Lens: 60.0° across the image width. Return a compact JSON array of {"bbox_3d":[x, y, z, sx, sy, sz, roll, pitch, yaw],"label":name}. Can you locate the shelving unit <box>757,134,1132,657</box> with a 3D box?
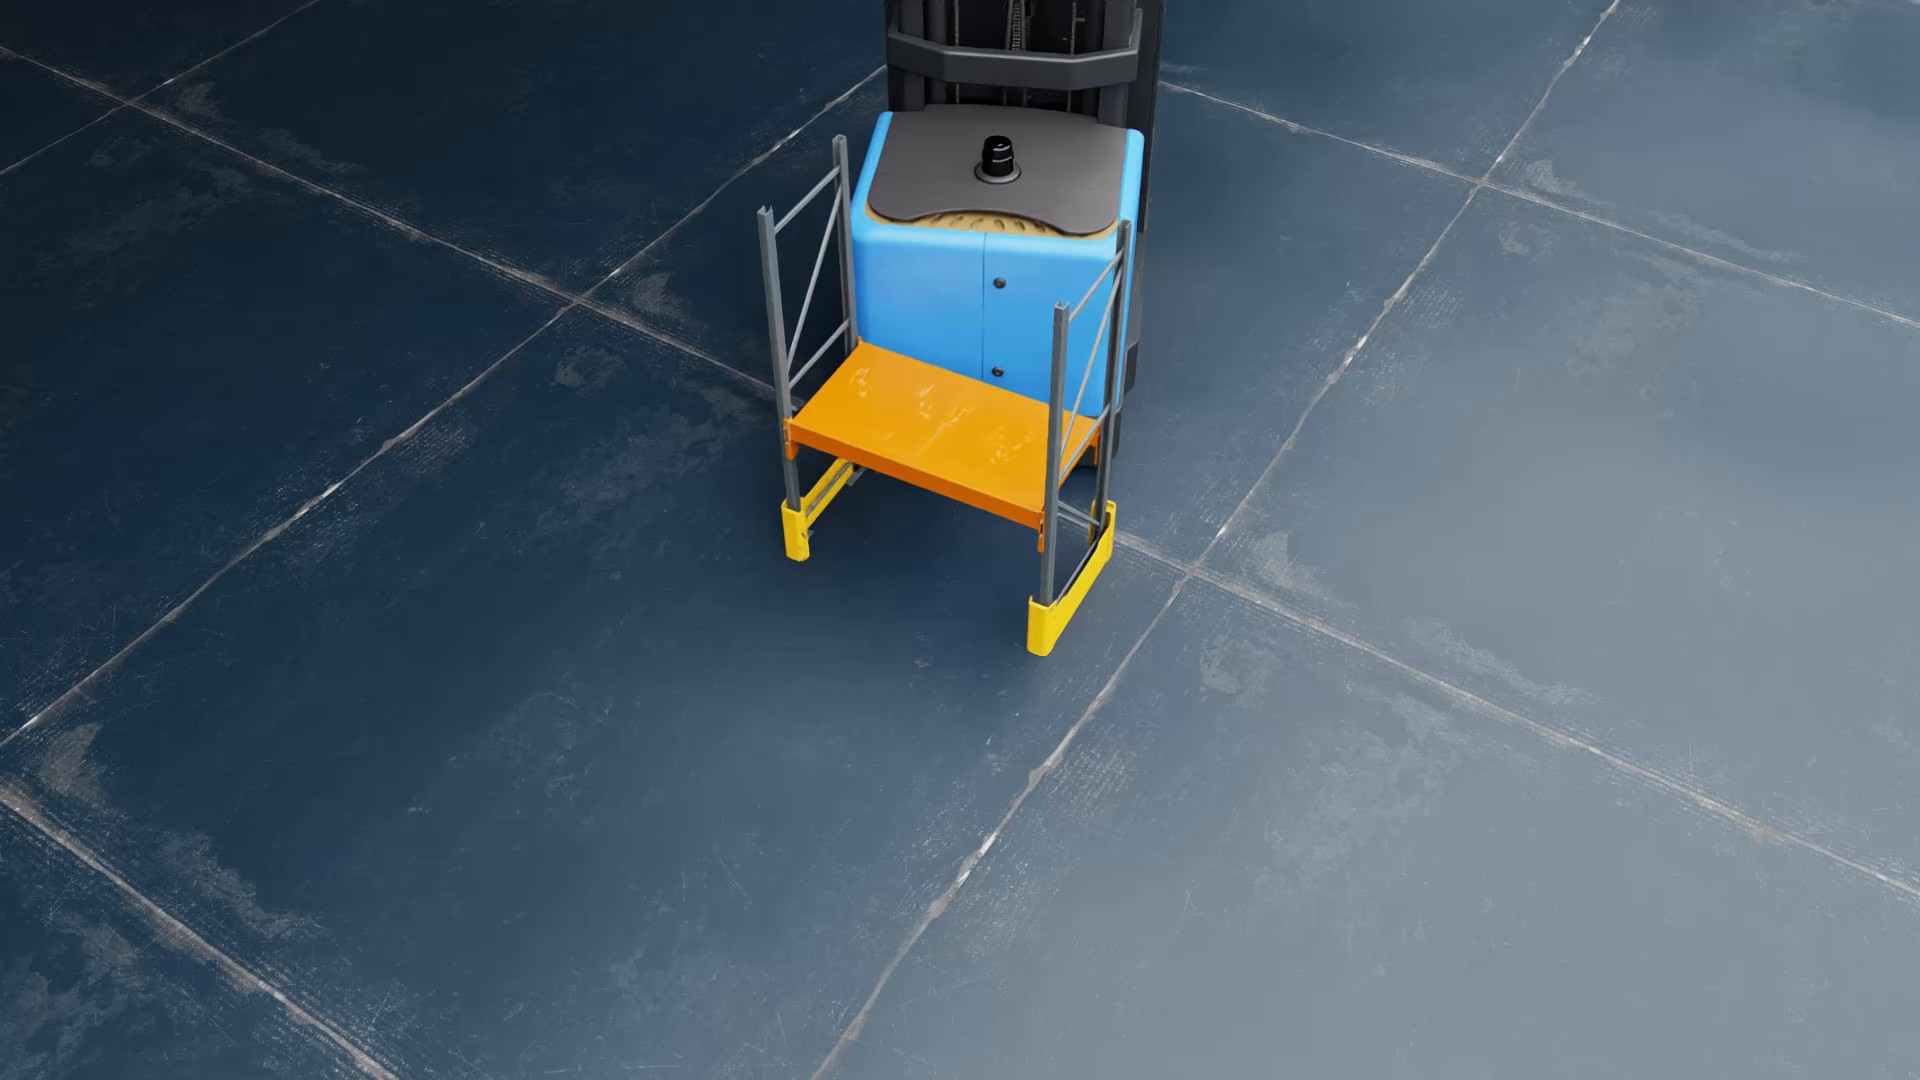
[{"bbox_3d":[-0.041,-0.472,5.663,1.083,1.500,0.587,21,49,19],"label":"shelving unit"}]

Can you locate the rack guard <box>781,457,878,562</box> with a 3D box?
[{"bbox_3d":[-0.483,-0.202,6.272,0.087,0.250,0.587,21,49,19],"label":"rack guard"}]

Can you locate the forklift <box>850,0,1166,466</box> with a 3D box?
[{"bbox_3d":[0.285,-2.373,6.512,1.130,2.935,3.031,6,46,5],"label":"forklift"}]

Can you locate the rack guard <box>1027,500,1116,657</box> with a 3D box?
[{"bbox_3d":[0.400,0.129,5.951,0.087,0.250,0.587,21,49,19],"label":"rack guard"}]

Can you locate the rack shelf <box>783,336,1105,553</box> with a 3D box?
[{"bbox_3d":[-0.049,-0.350,5.795,1.000,0.185,0.538,21,49,19],"label":"rack shelf"}]

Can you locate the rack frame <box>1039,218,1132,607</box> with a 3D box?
[{"bbox_3d":[0.401,-0.306,5.502,0.032,1.500,0.500,21,49,19],"label":"rack frame"}]

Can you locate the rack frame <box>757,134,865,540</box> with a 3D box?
[{"bbox_3d":[-0.500,-0.644,5.830,0.032,1.500,0.500,21,49,19],"label":"rack frame"}]
